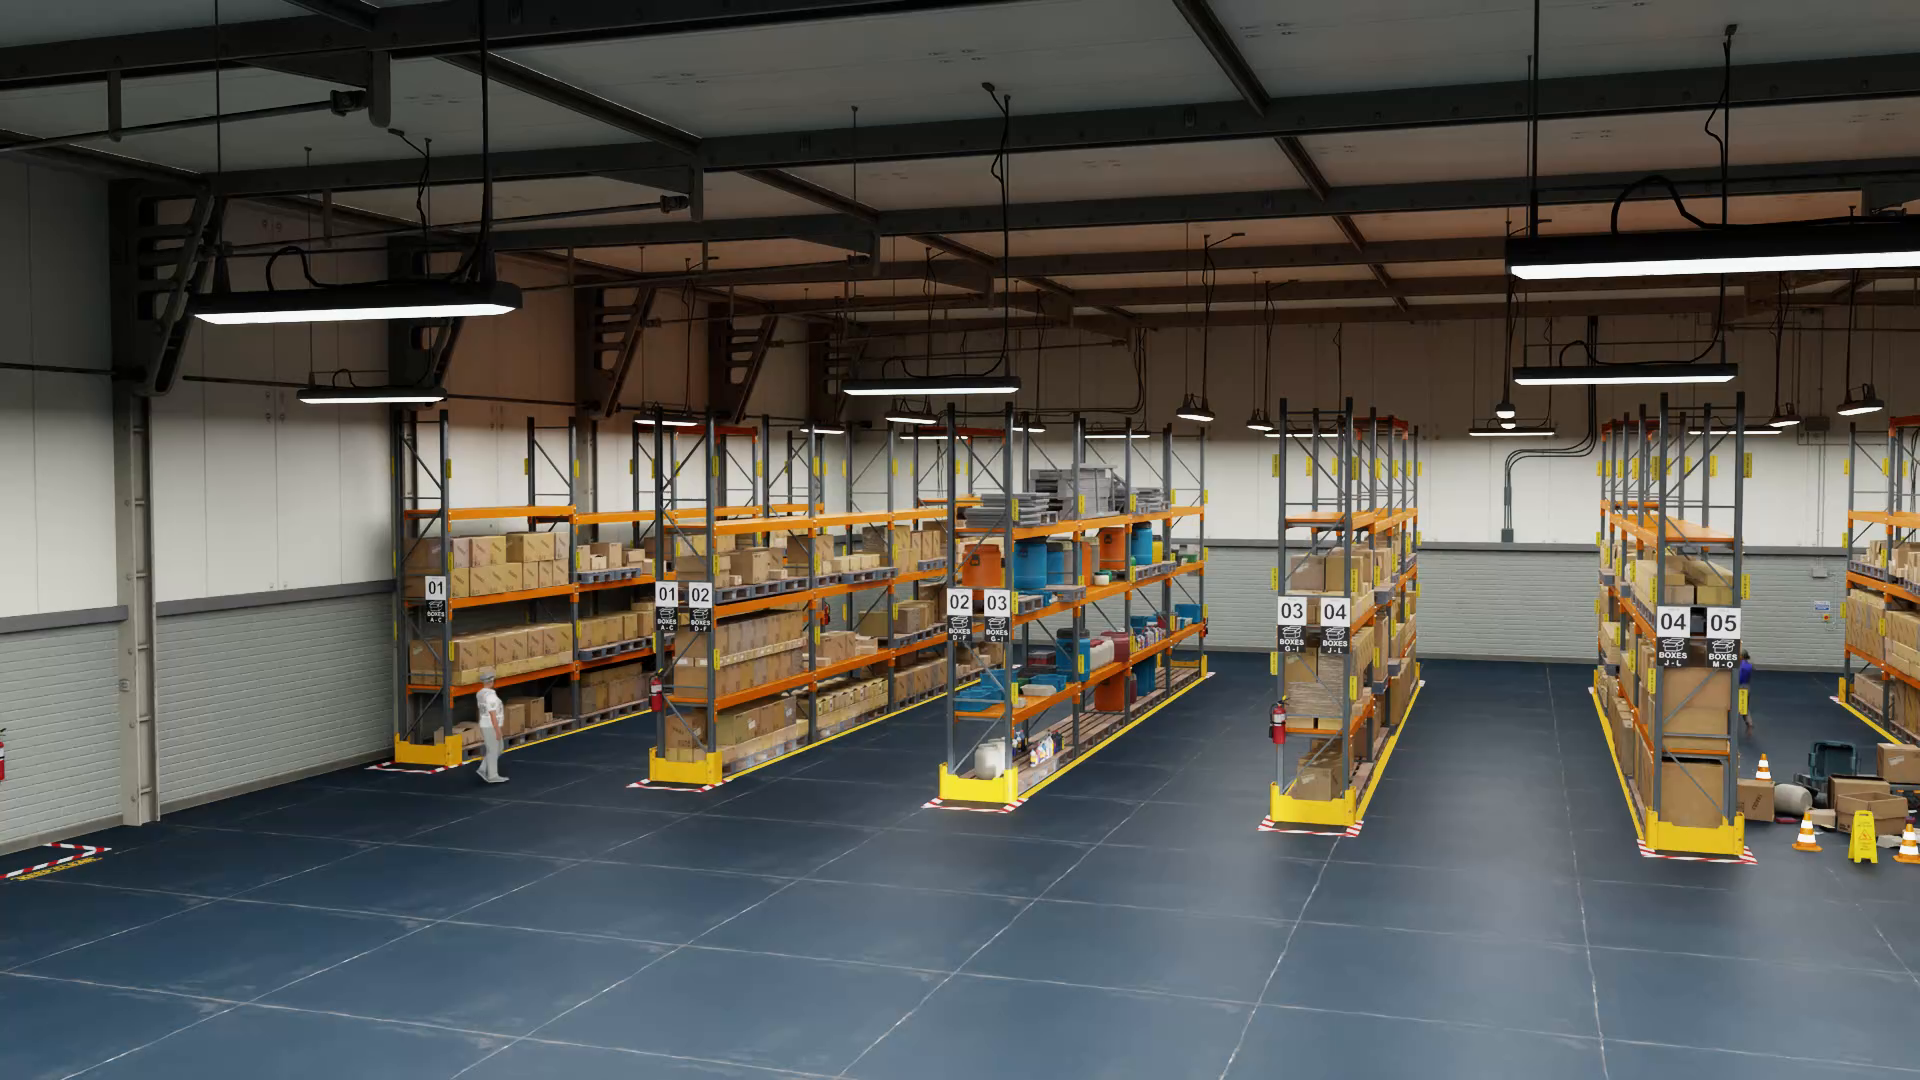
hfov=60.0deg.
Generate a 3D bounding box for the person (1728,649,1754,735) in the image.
[{"bbox_3d":[14.664,2.864,31.331,0.488,1.634,0.581,0,2,-10],"label":"person"}]

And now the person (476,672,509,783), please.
[{"bbox_3d":[-7.472,3.003,26.545,0.503,1.799,0.594,-1,3,-18],"label":"person"}]

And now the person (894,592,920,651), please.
[{"bbox_3d":[-1.628,2.223,44.948,1.047,1.651,0.625,0,2,10],"label":"person"}]
